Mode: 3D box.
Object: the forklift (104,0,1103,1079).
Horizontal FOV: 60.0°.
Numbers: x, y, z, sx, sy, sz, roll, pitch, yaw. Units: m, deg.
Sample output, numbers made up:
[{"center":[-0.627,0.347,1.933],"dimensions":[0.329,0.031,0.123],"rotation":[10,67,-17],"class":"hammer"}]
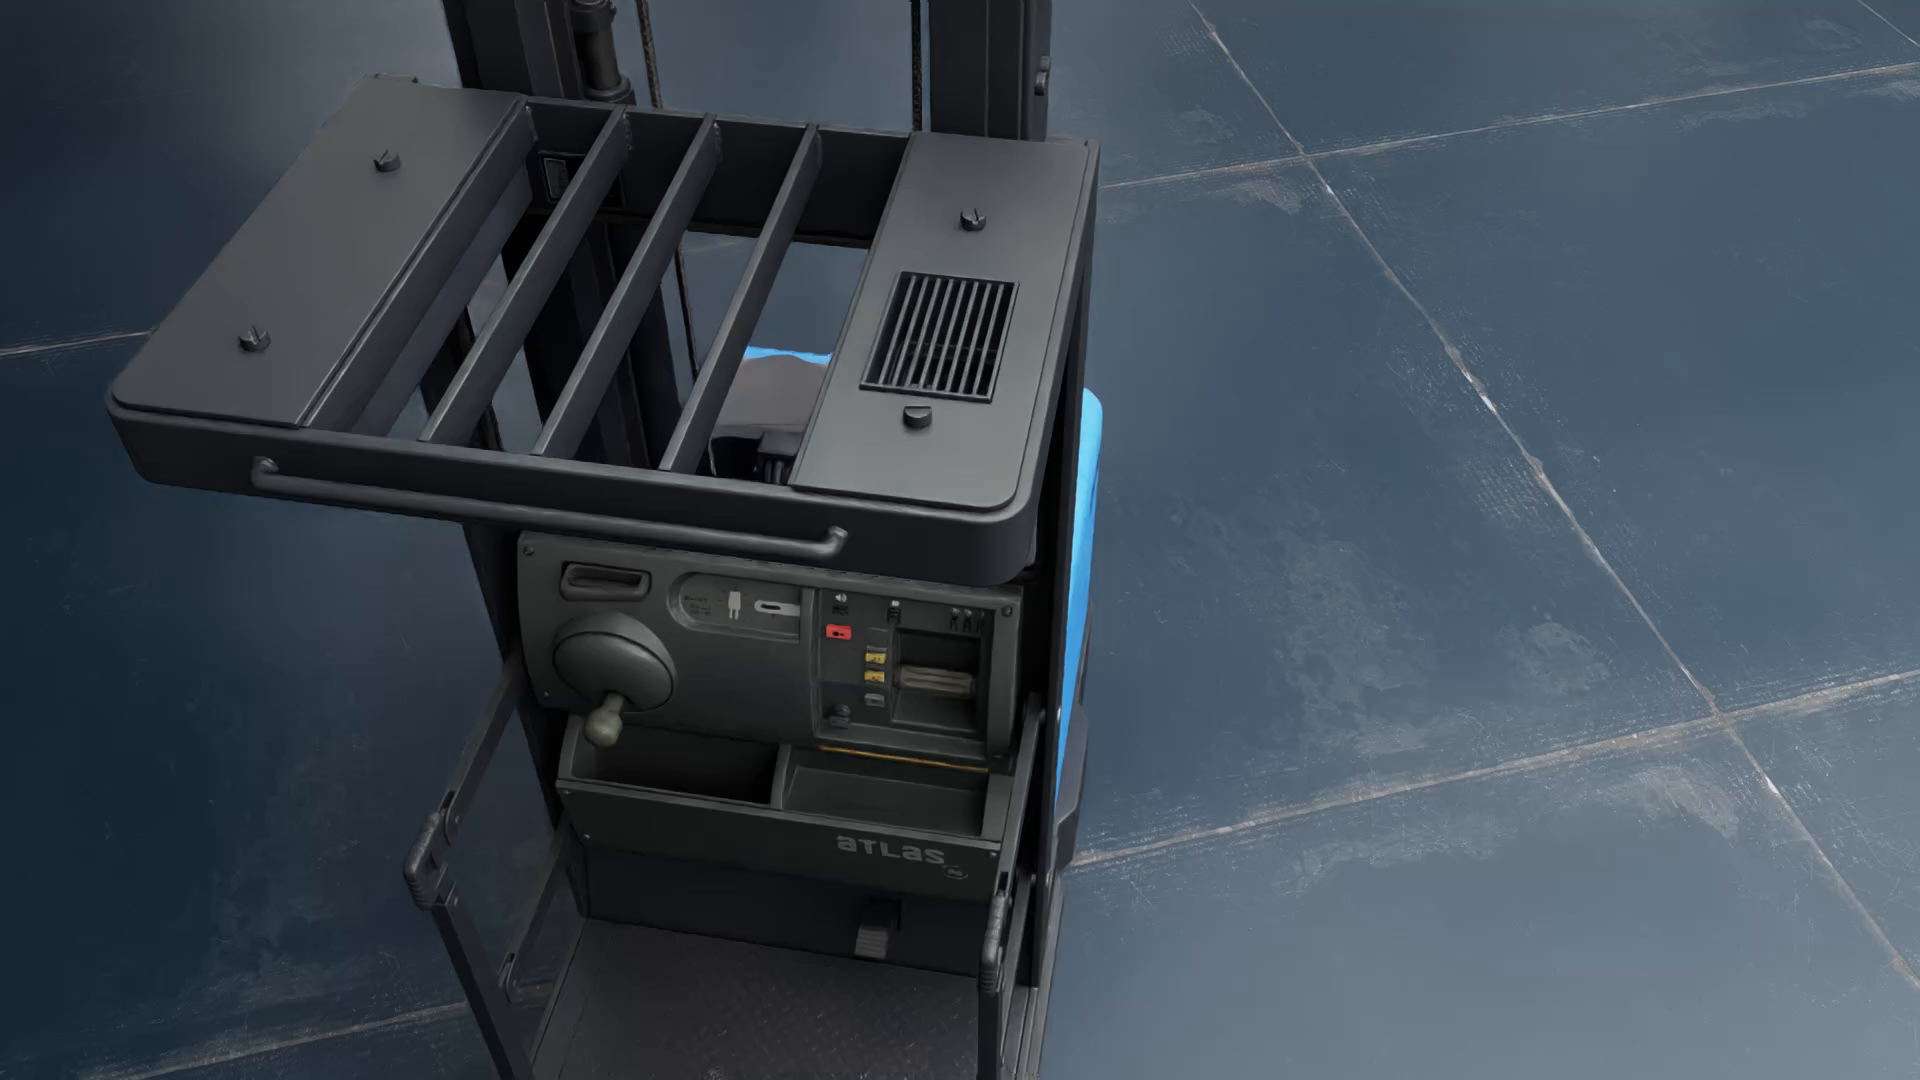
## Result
[{"center":[-0.389,0.313,2.891],"dimensions":[1.130,2.935,3.031],"rotation":[7,46,7],"class":"forklift"}]
